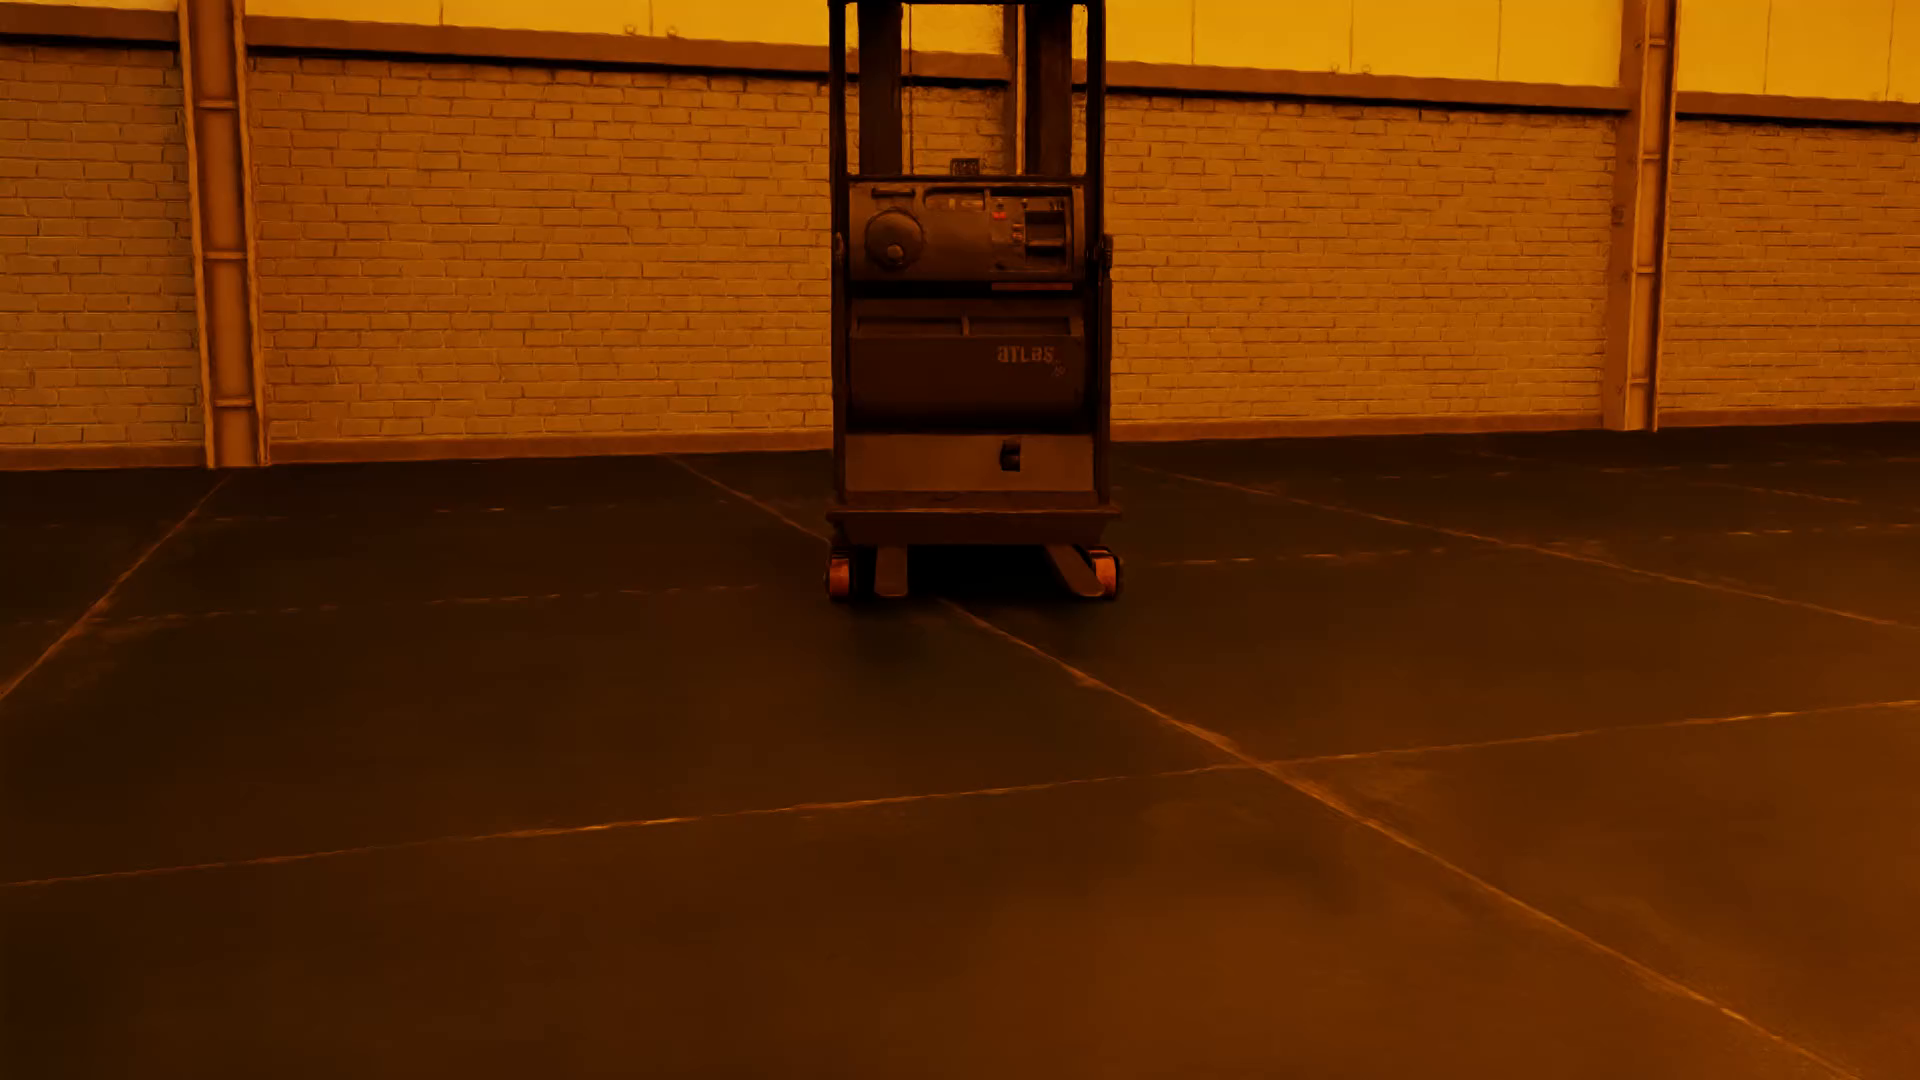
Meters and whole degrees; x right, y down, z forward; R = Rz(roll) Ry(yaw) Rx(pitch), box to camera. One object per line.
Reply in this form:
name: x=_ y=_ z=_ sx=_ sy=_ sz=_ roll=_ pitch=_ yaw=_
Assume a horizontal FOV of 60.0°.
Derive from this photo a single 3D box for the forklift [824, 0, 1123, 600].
forklift: x=0.038 y=-1.268 z=6.371 sx=1.130 sy=2.935 sz=3.031 roll=0 pitch=8 yaw=-2
